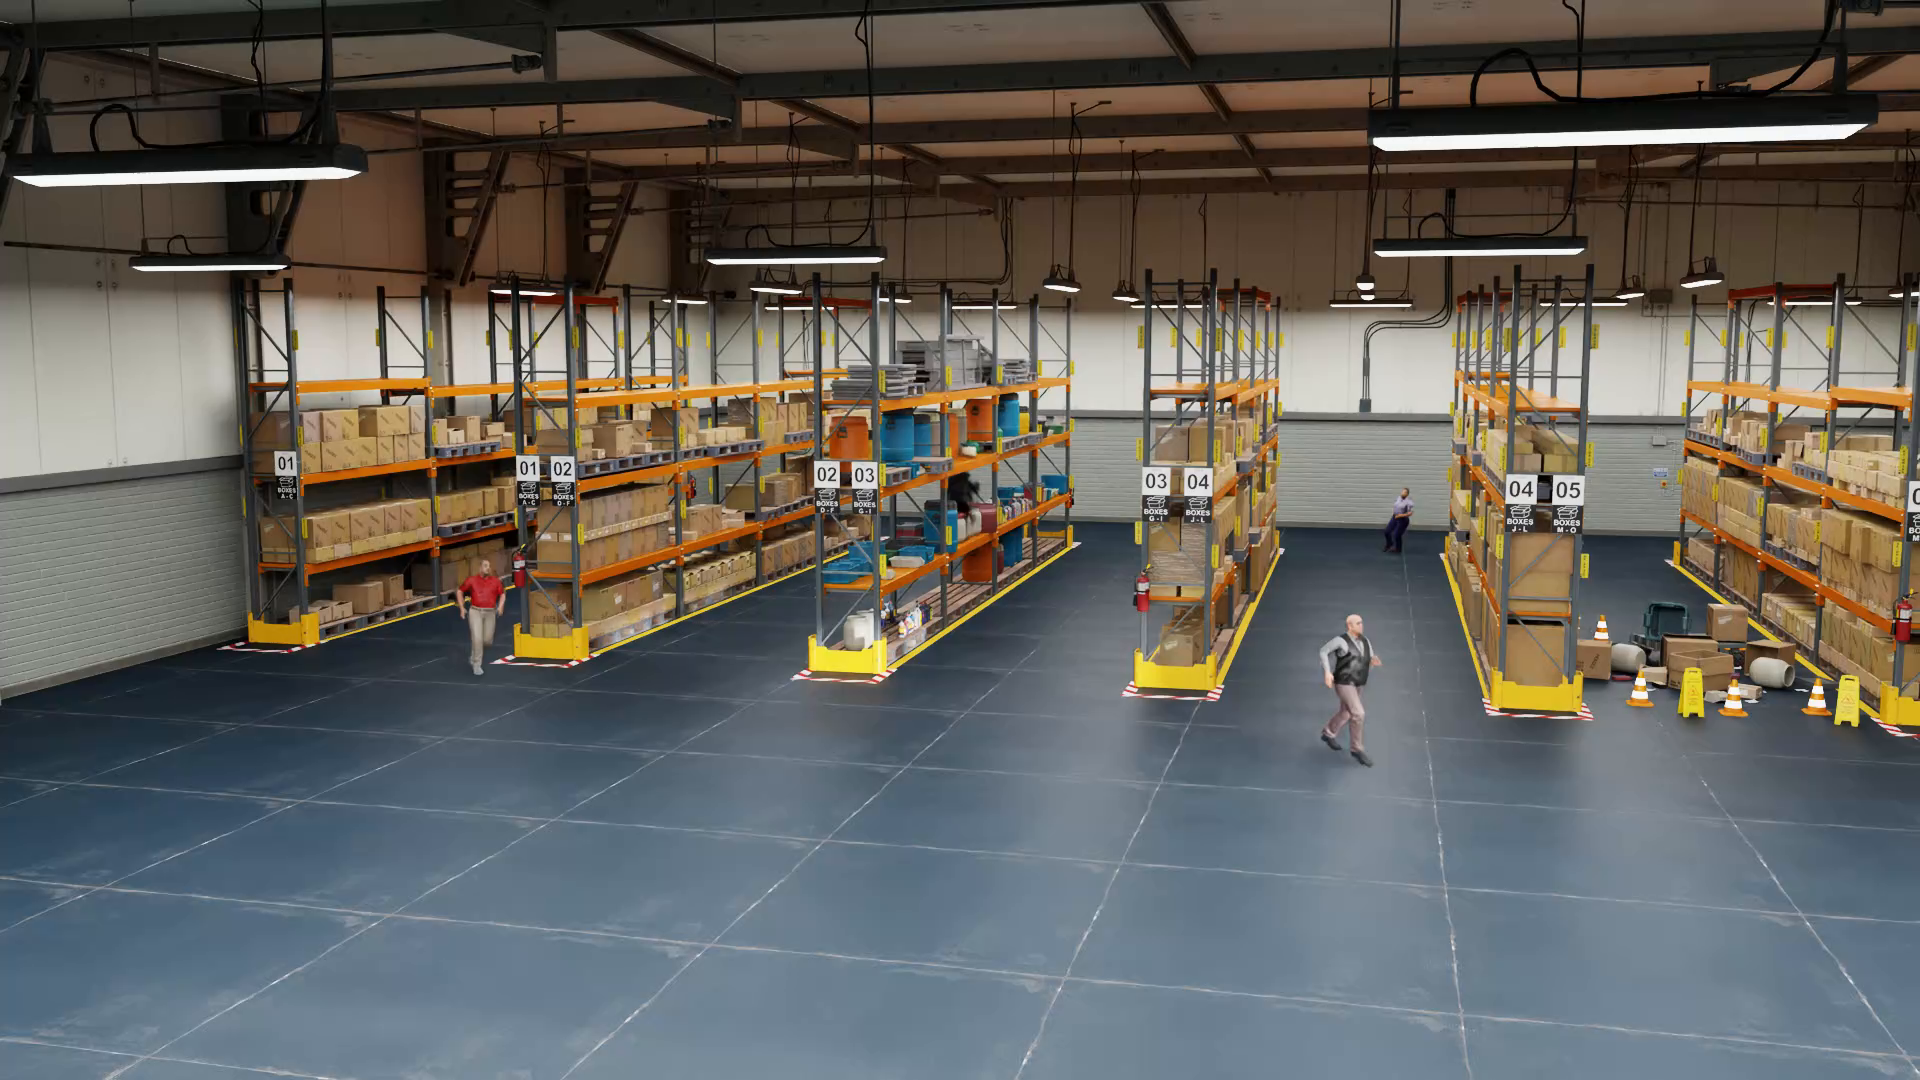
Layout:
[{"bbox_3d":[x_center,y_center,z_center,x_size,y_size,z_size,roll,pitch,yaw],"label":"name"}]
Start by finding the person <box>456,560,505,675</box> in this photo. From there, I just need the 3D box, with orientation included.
[{"bbox_3d":[-7.247,1.160,25.278,0.716,1.696,0.664,-4,8,-28],"label":"person"}]

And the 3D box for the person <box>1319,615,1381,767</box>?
[{"bbox_3d":[4.654,1.751,19.883,0.627,1.751,0.862,-6,9,-39],"label":"person"}]

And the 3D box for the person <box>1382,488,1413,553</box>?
[{"bbox_3d":[10.282,-0.458,39.079,0.618,1.577,0.797,-6,9,-39],"label":"person"}]
